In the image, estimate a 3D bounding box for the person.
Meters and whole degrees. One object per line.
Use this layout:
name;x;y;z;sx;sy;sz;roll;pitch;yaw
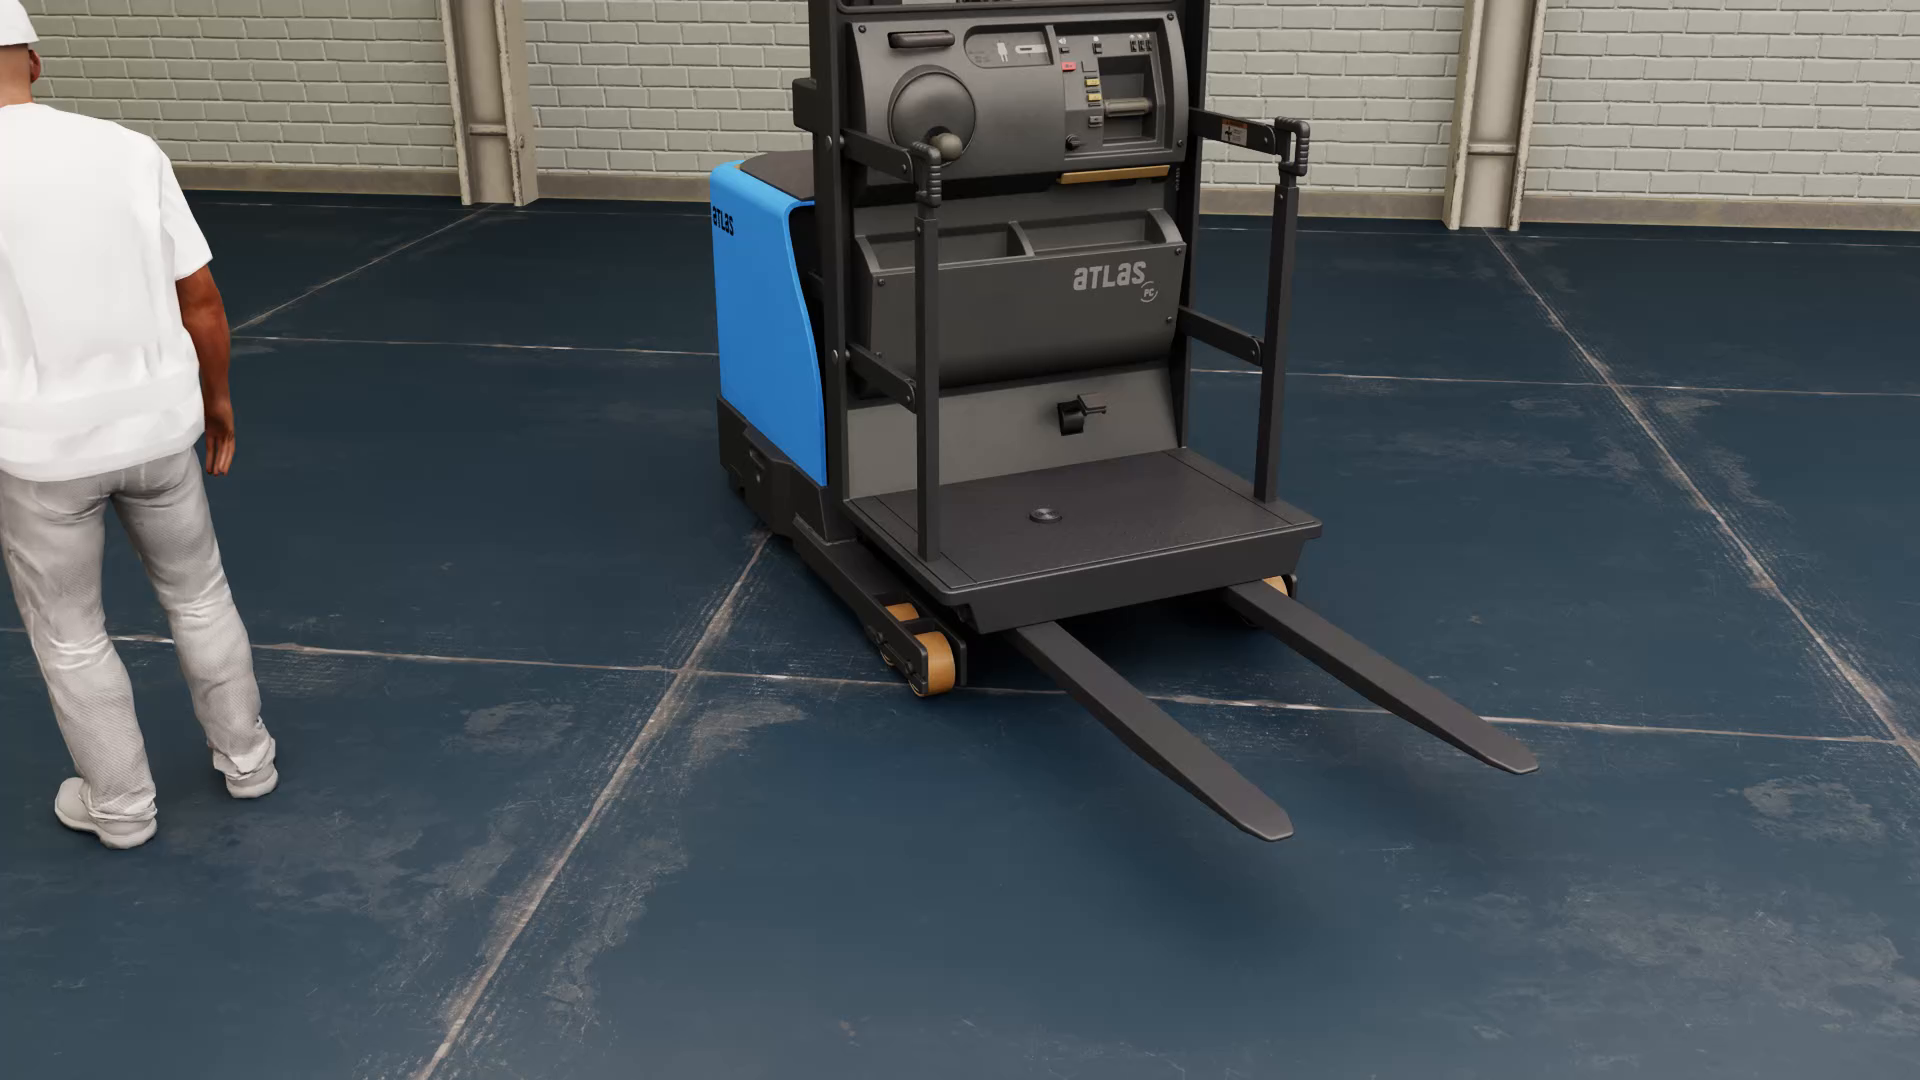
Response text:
person;-1.779;-0.218;3.369;0.458;1.760;0.635;20;29;40

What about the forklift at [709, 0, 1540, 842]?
forklift;0.261;-1.147;4.103;1.130;2.935;3.031;-10;24;-23
